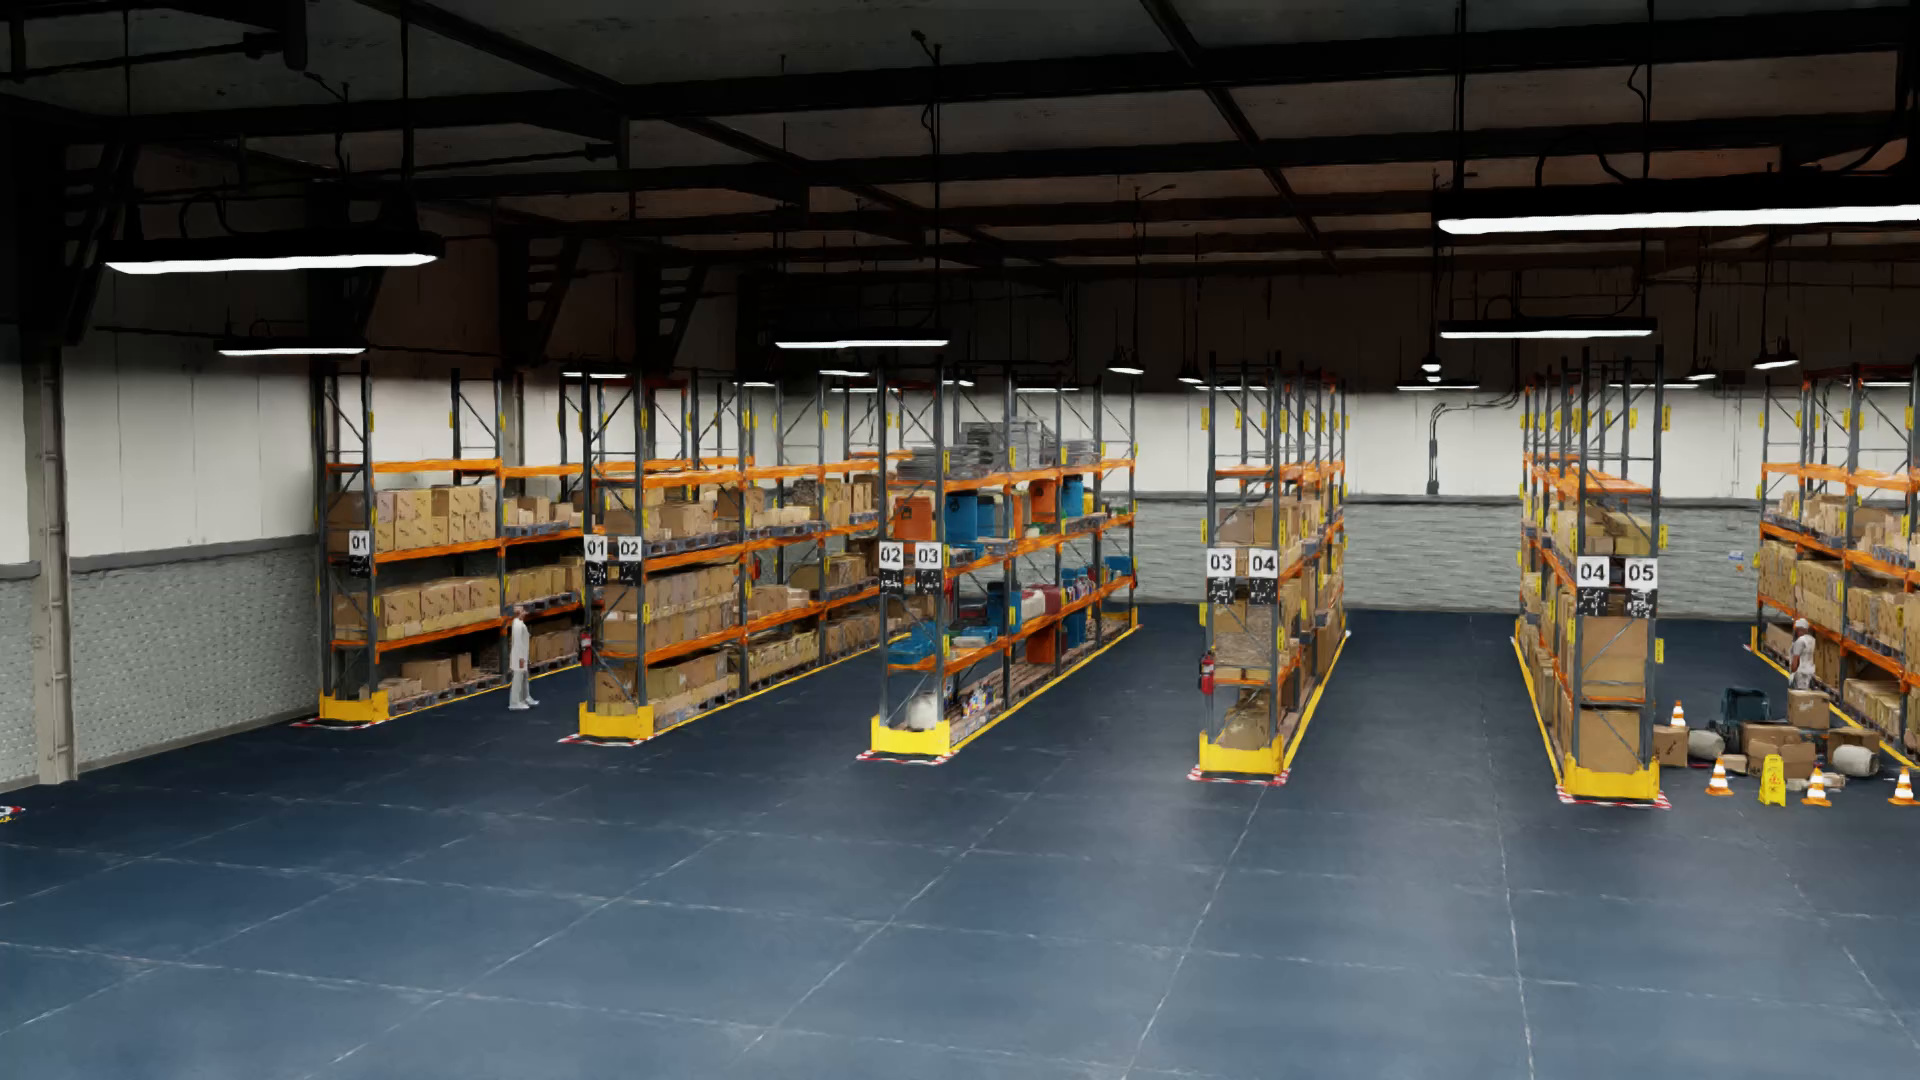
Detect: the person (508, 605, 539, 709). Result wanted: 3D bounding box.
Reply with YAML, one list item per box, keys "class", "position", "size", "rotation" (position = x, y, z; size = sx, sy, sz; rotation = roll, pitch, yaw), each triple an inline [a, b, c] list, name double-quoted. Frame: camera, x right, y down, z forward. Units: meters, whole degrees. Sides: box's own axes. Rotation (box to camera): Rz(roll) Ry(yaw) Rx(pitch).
- class: "person"
  position: [-7.614, 2.027, 28.973]
  size: [0.515, 1.785, 0.638]
  rotation: [-1, 4, -12]

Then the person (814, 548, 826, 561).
- class: "person"
  position: [-3.597, 1.032, 43.709]
  size: [0.660, 1.670, 0.520]
  rotation: [-3, 5, -40]

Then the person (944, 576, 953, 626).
- class: "person"
  position: [-0.216, 1.483, 36.973]
  size: [0.476, 1.738, 0.624]
  rotation: [0, 4, -5]

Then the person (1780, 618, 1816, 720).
- class: "person"
  position: [13.678, 2.160, 27.119]
  size: [0.571, 1.783, 0.669]
  rotation: [4, 5, 41]
